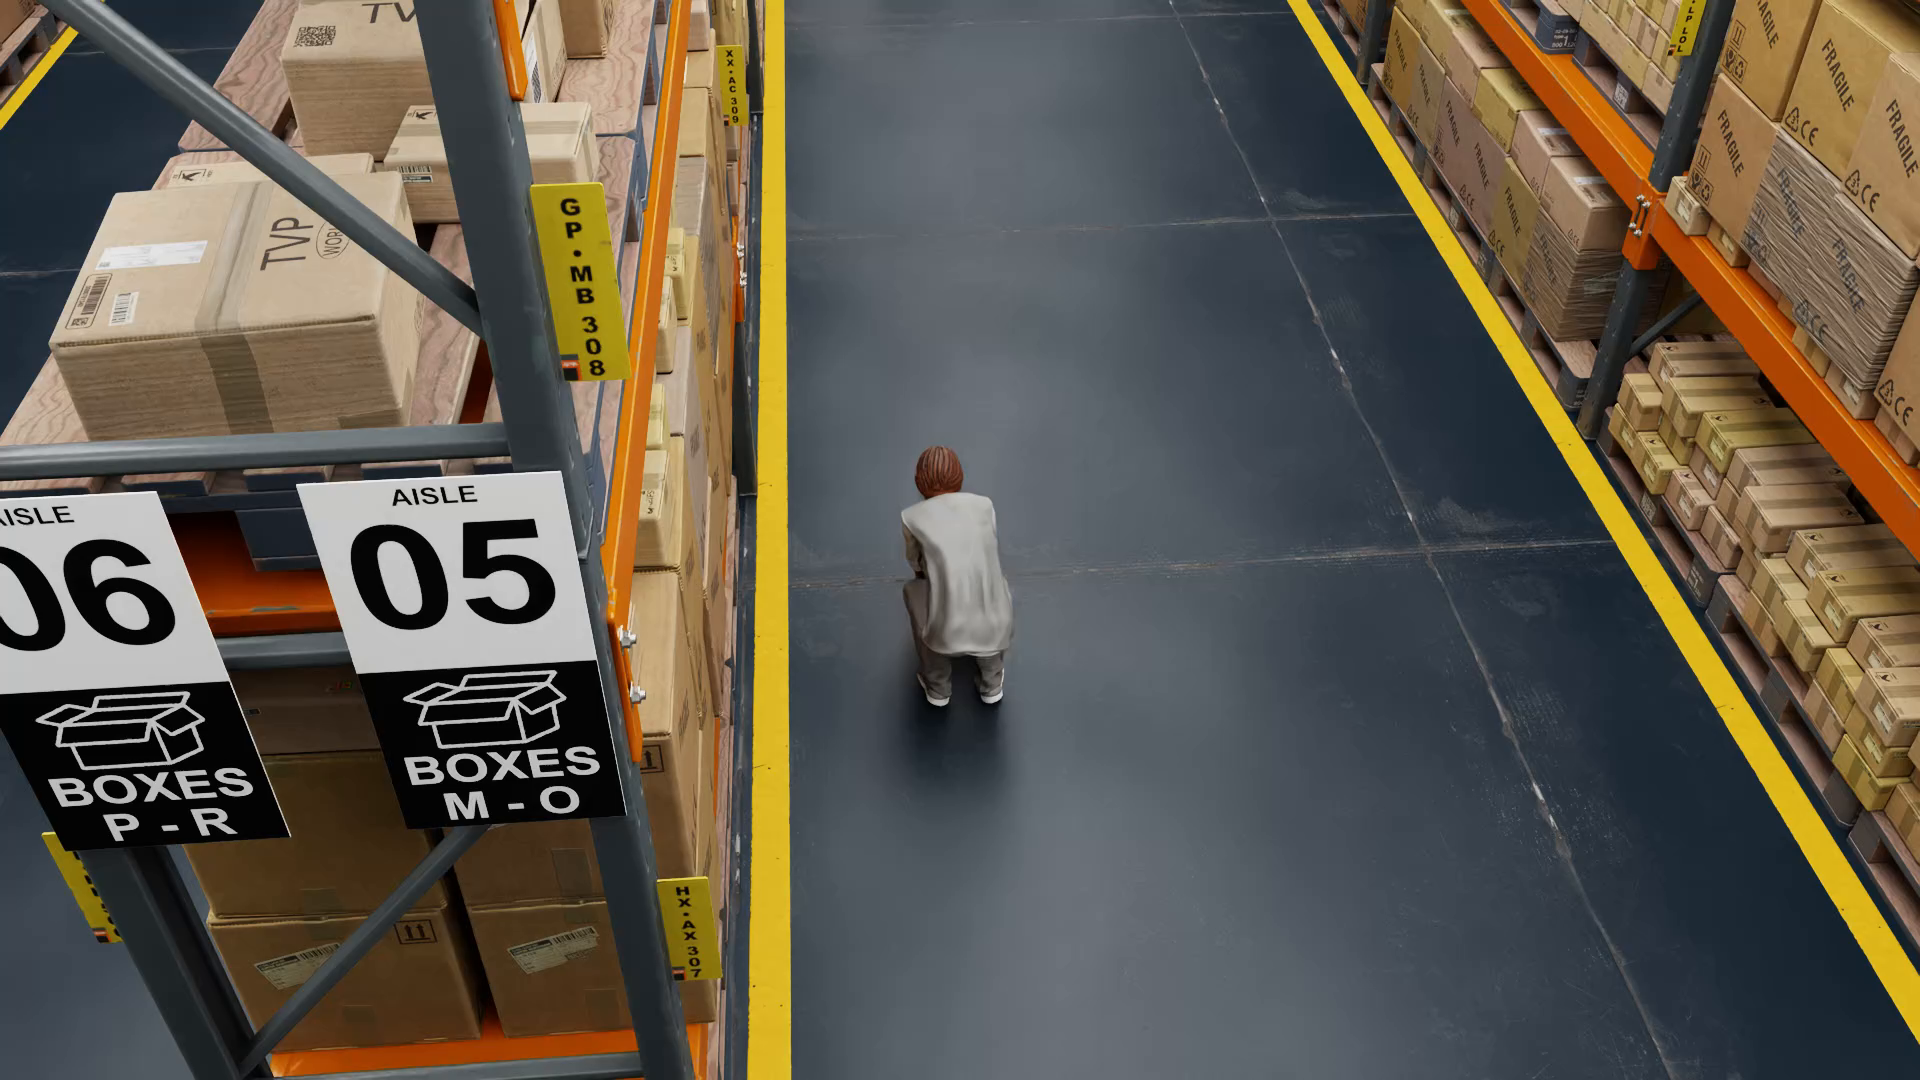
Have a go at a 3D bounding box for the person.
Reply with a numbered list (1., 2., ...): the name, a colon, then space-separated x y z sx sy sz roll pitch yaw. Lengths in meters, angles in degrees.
1. person: -0.008 0.166 6.511 0.423 0.907 0.795 -4 40 -5
